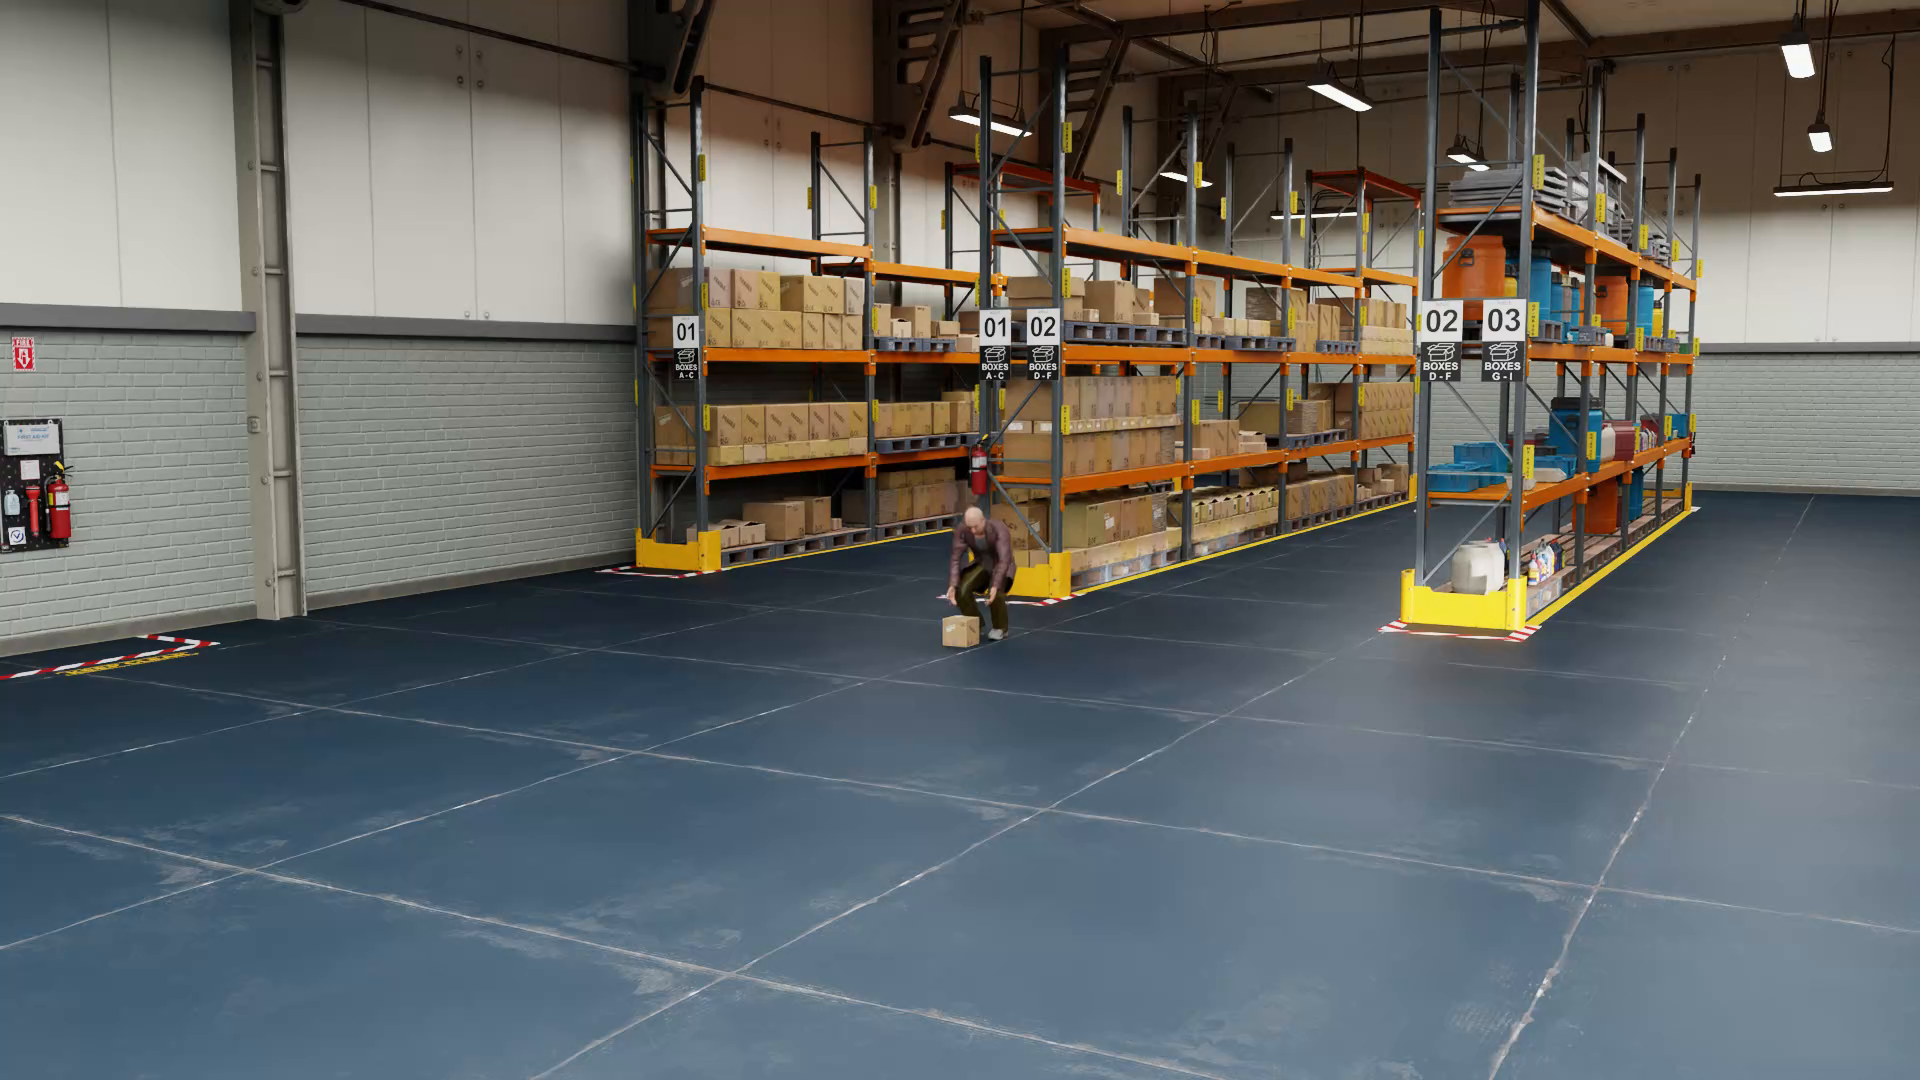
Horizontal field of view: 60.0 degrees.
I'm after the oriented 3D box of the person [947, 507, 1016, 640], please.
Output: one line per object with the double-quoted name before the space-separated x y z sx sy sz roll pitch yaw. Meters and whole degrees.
"person" 0.249 0.300 15.635 0.630 1.270 0.793 3 7 29
